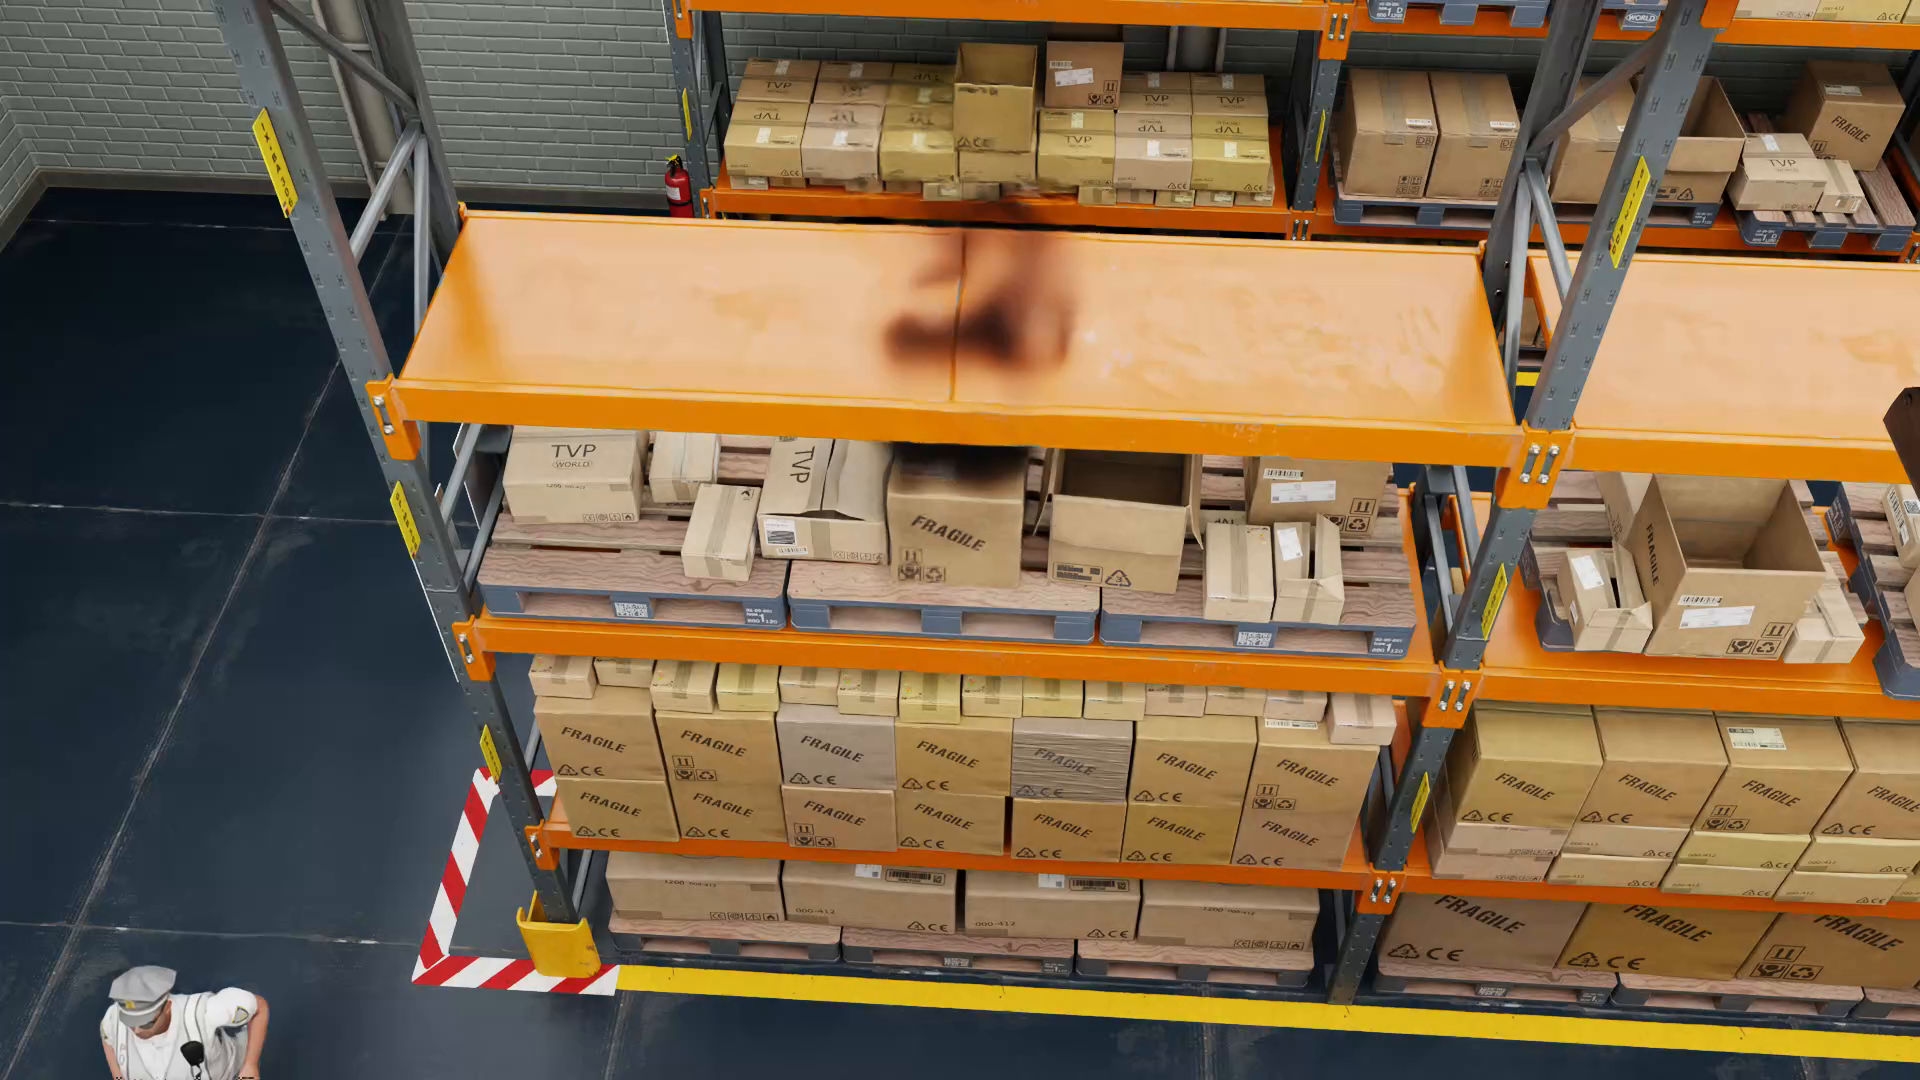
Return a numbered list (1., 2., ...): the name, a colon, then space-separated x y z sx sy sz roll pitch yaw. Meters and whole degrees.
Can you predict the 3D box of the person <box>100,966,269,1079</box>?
1. person: -3.379 2.377 7.408 0.685 1.753 0.976 2 48 1
